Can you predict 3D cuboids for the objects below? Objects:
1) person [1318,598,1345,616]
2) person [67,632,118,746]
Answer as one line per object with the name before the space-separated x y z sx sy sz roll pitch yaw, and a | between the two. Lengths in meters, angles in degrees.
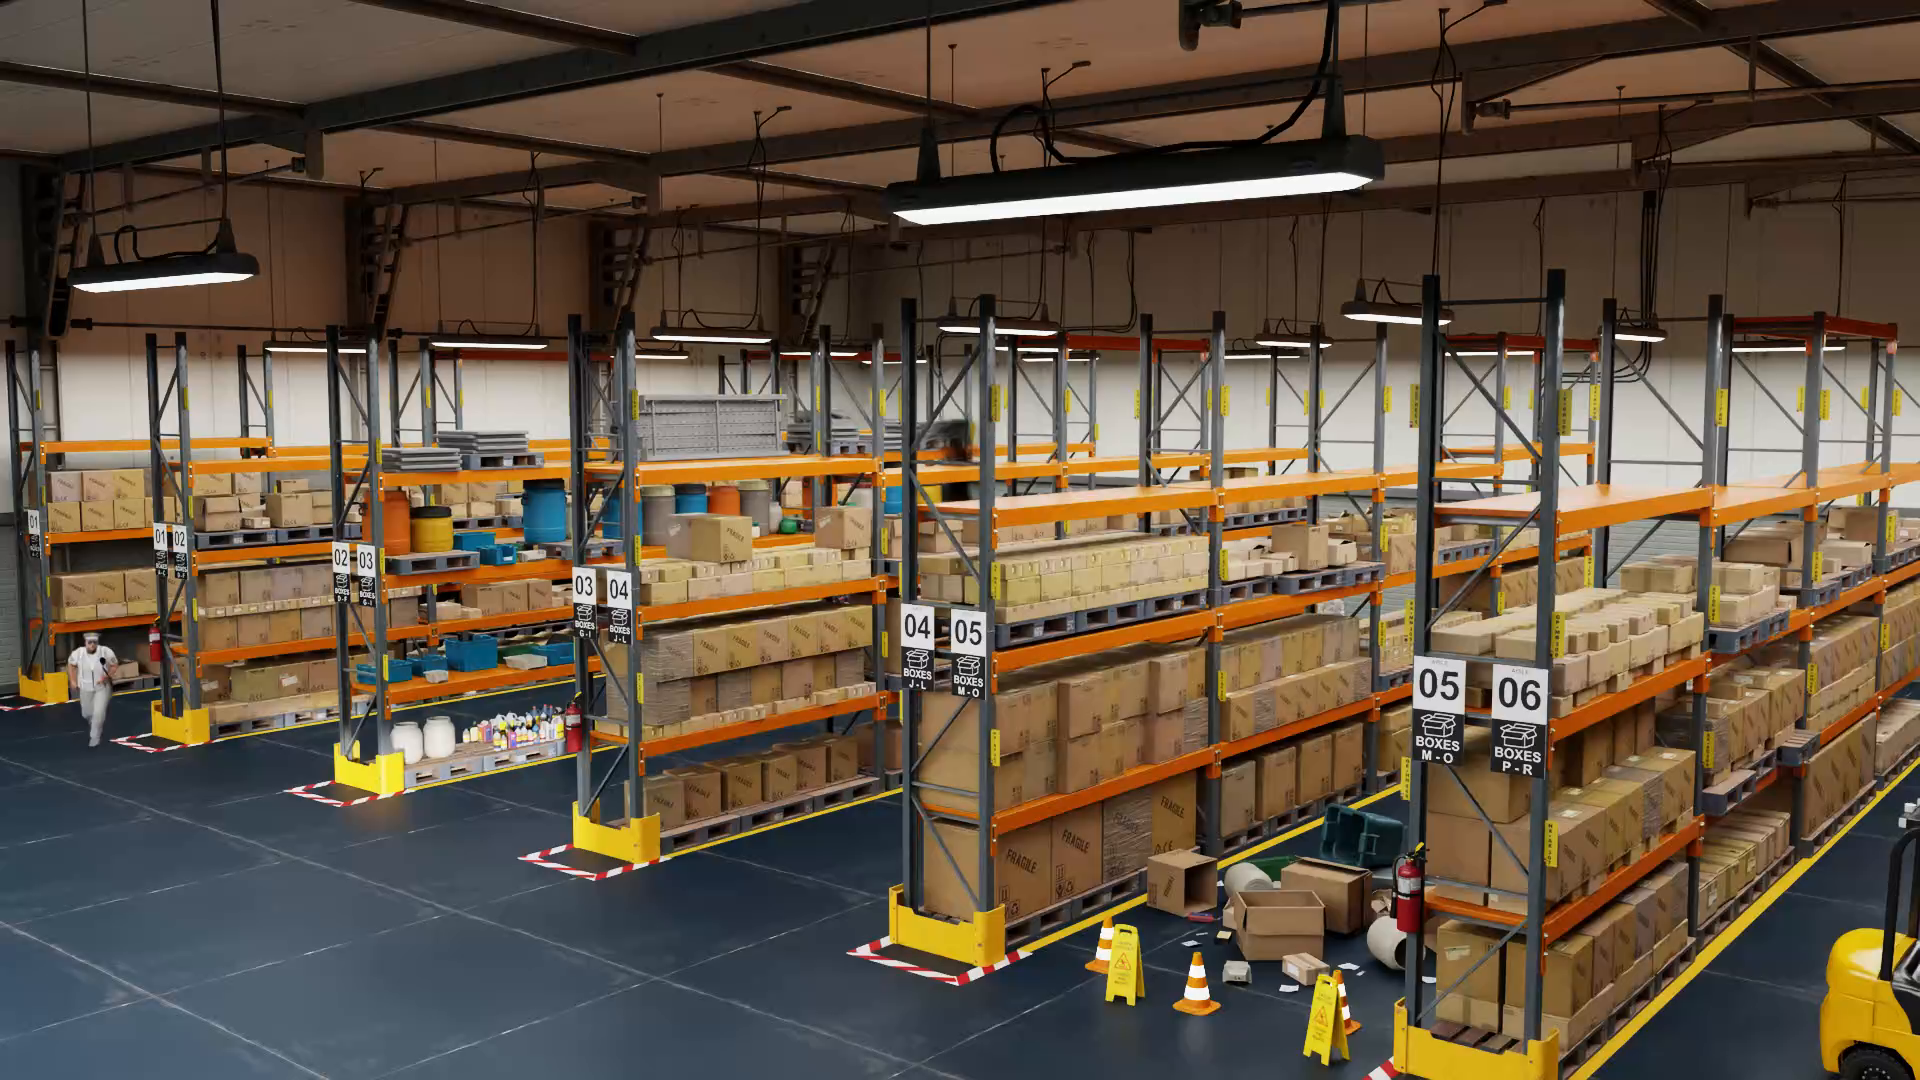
person | 6.996 1.511 31.570 0.755 1.657 0.616 5 7 44
person | -12.670 2.158 24.328 0.666 1.693 0.761 -2 6 -25
